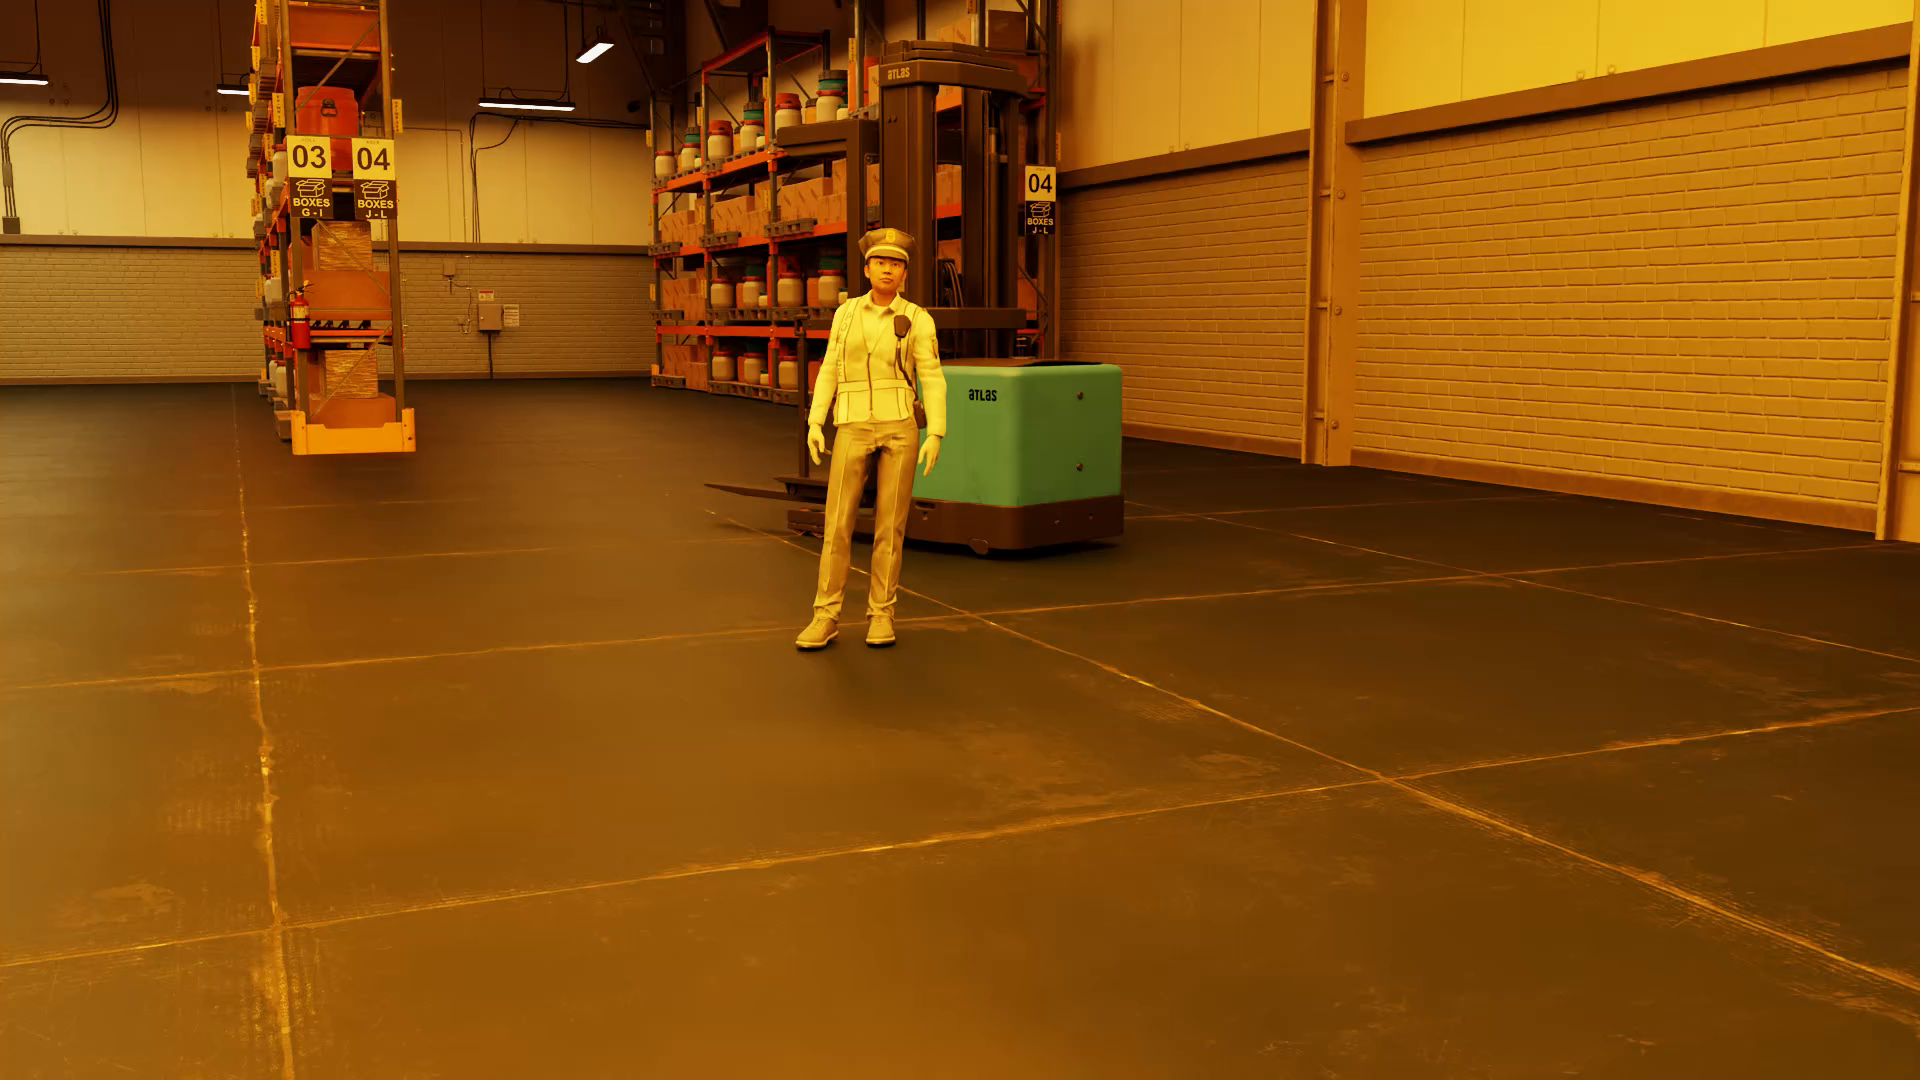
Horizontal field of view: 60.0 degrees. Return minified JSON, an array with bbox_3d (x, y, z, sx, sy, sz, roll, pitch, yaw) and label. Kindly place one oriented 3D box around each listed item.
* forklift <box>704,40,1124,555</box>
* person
[{"bbox_3d":[-0.436,-1.509,10.383,3.031,2.935,1.130,7,10,44],"label":"forklift"},{"bbox_3d":[-0.355,-0.425,6.836,0.587,1.695,0.532,1,8,8],"label":"person"}]
